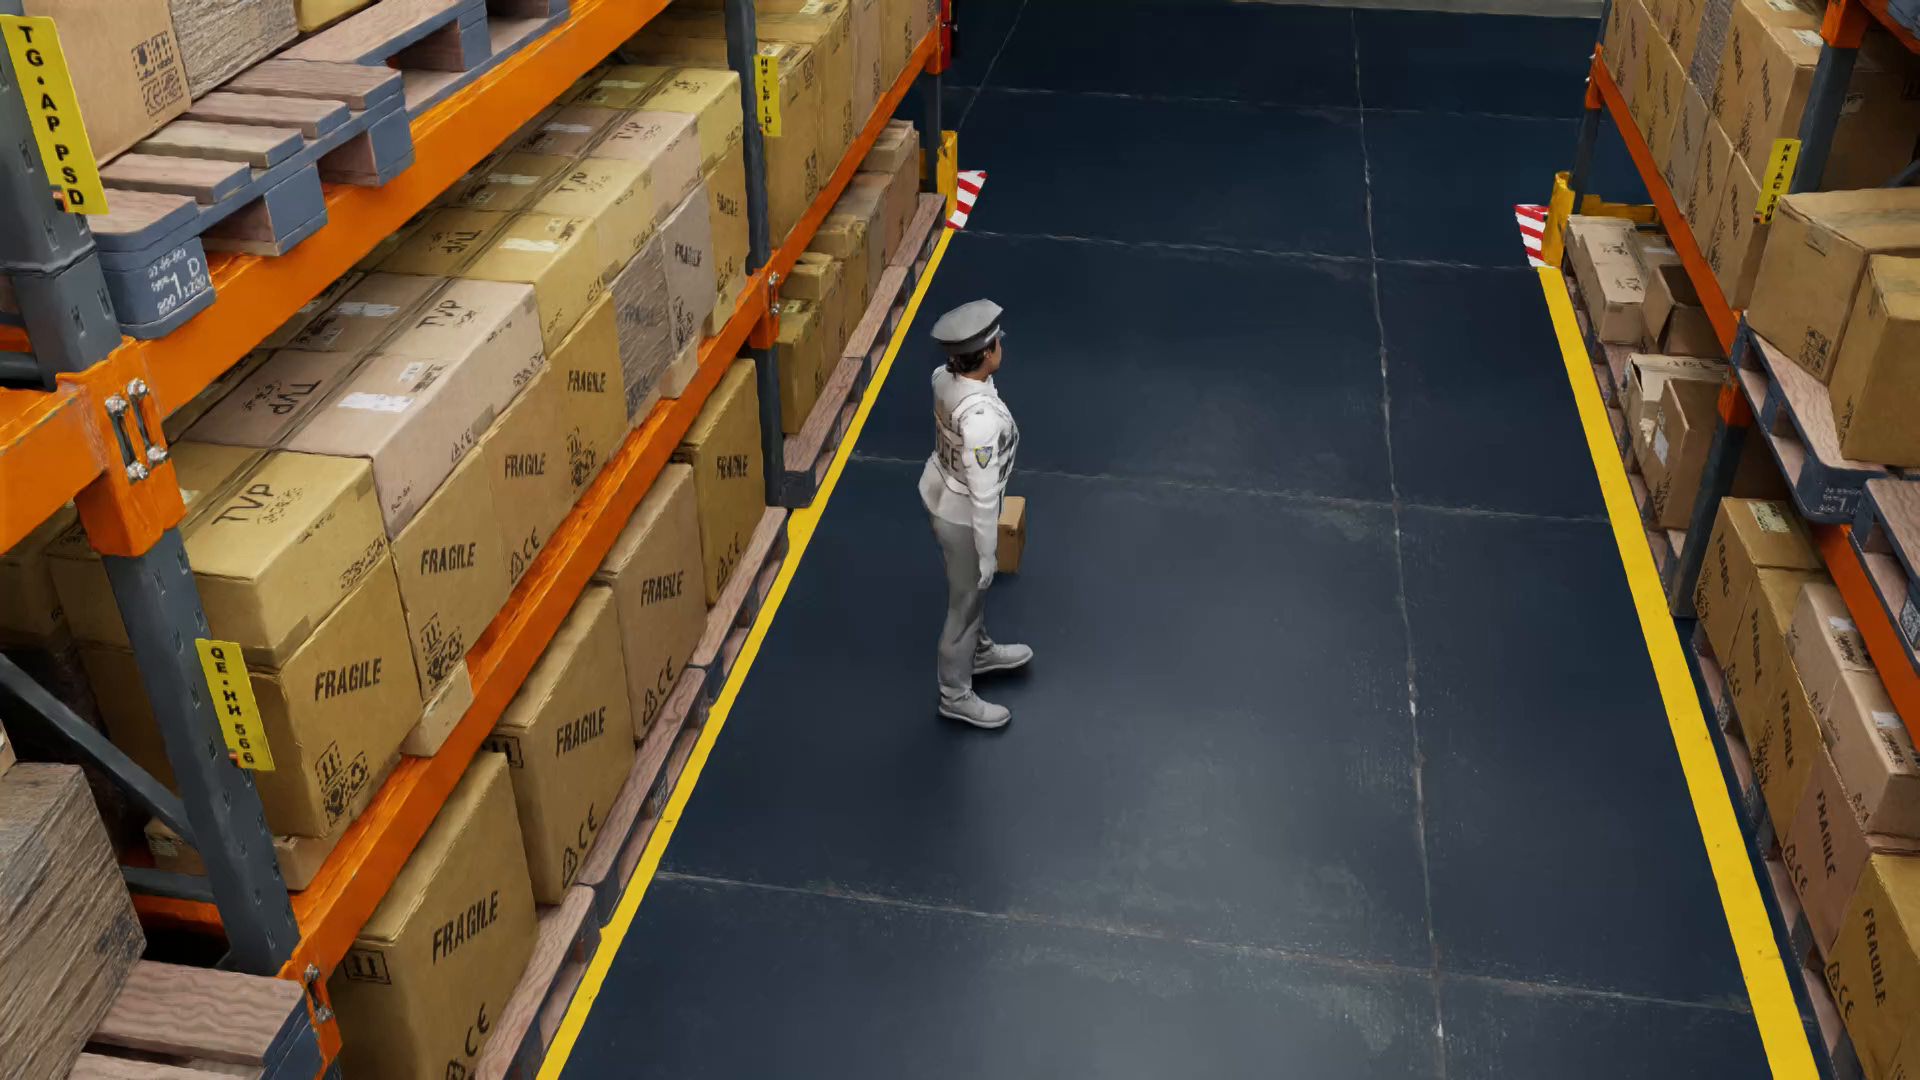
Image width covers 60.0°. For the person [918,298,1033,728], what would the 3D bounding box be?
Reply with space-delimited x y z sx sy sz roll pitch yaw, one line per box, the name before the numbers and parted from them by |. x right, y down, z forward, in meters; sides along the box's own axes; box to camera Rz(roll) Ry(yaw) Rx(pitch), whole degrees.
person | 0.104 -0.095 6.235 0.480 1.687 0.545 -10 34 -15
